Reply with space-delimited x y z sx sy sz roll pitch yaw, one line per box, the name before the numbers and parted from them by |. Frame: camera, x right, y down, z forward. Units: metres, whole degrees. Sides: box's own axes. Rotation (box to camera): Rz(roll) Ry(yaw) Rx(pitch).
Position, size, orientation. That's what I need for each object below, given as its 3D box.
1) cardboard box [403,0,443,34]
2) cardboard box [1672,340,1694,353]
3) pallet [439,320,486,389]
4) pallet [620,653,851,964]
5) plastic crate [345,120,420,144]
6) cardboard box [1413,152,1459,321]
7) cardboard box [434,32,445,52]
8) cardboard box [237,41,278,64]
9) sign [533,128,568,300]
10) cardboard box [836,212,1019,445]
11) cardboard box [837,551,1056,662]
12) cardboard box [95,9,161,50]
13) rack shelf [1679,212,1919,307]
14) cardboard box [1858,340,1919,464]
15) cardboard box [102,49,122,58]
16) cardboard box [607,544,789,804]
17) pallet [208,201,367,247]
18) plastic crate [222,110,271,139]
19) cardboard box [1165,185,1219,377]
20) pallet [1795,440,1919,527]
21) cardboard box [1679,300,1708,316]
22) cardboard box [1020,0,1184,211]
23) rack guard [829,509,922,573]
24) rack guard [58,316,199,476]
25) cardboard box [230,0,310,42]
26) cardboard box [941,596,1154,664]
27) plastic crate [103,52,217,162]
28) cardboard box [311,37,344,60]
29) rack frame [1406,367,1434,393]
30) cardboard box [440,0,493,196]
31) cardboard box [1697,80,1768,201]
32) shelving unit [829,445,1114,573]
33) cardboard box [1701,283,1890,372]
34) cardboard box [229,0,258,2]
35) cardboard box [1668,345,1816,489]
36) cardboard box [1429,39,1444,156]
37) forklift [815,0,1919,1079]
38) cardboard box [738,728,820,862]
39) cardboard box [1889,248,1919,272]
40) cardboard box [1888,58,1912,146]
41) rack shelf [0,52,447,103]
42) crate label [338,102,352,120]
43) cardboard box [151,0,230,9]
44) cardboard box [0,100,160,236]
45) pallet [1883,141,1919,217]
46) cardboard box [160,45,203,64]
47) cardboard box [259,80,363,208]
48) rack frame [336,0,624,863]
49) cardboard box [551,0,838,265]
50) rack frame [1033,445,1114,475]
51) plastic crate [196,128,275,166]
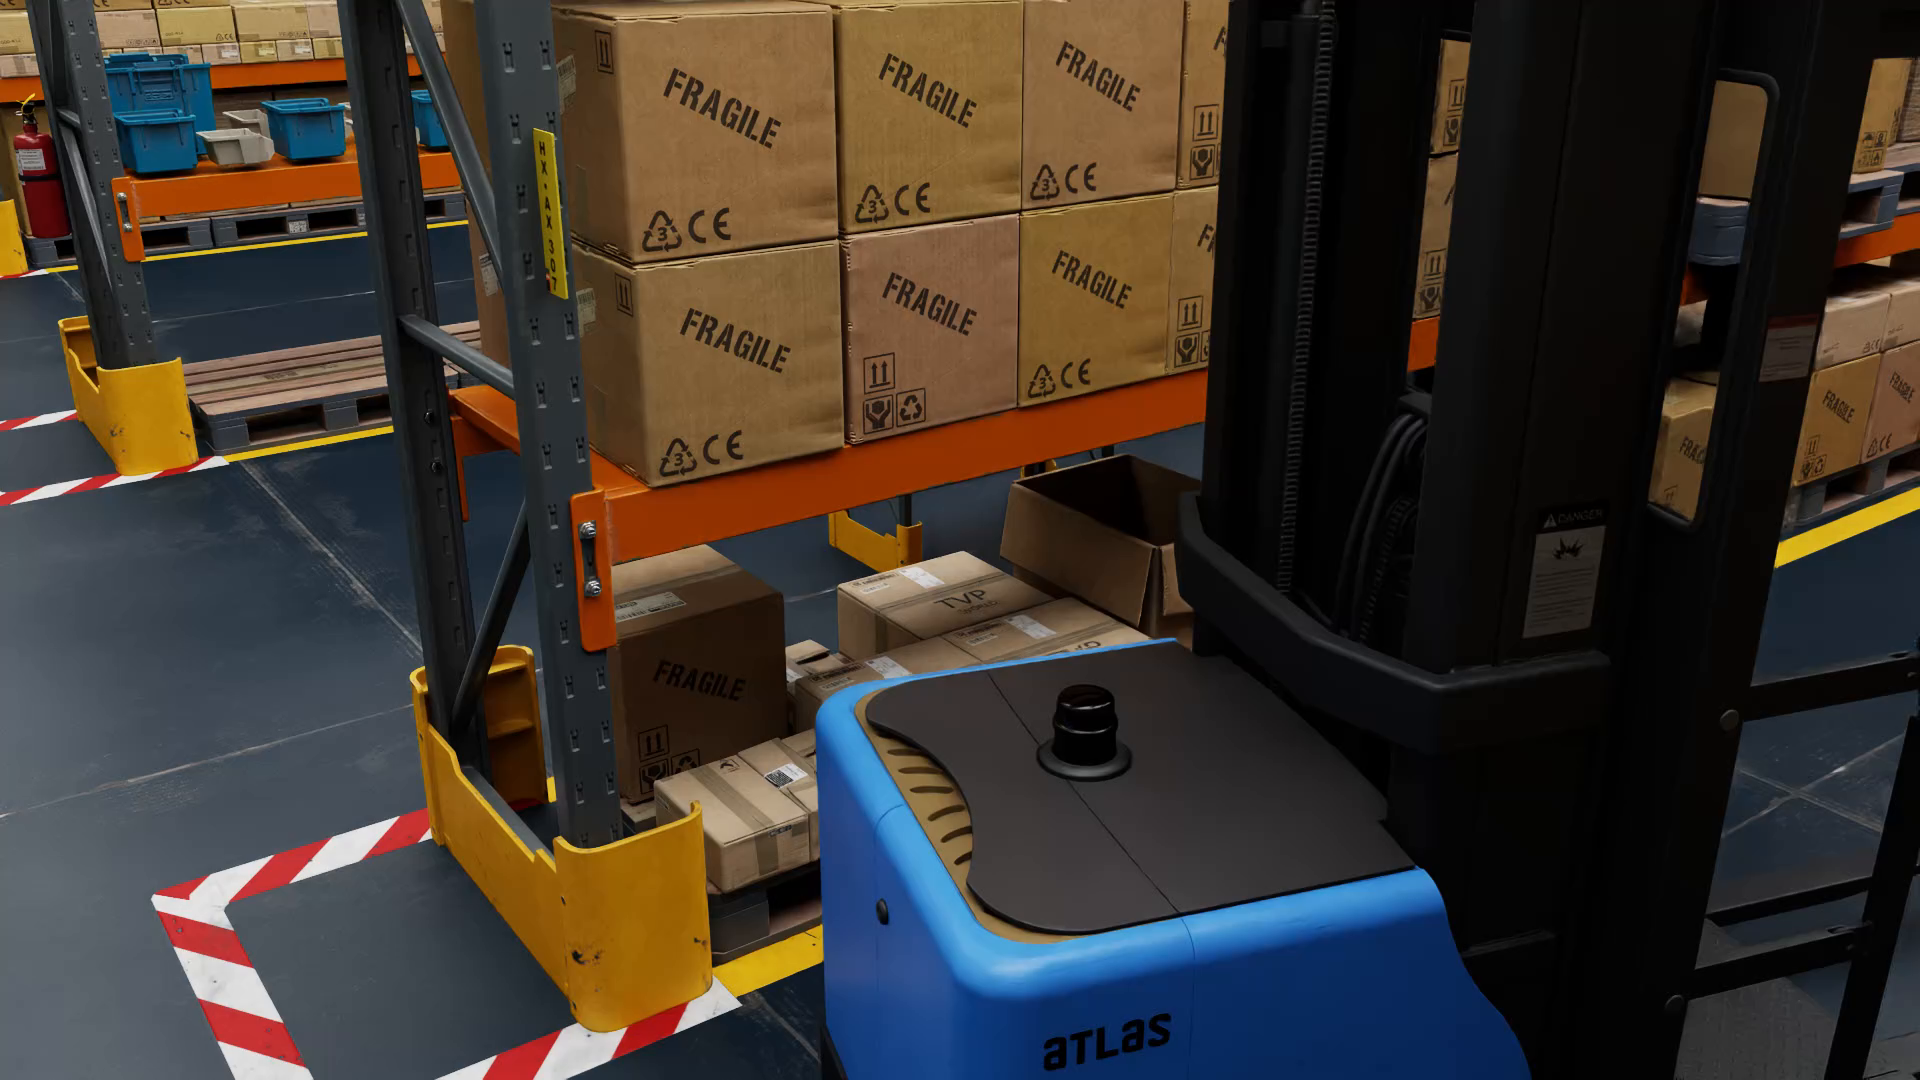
cardboard box | -4.290 -4.035 12.762 0.500 0.250 0.500 -14 26 -31
cardboard box | 2.756 -0.614 7.166 0.500 0.500 0.500 -15 26 -33
pallet | -2.339 -1.032 9.198 1.213 0.211 1.003 -15 26 -33
pallet | -0.423 0.699 4.860 1.213 0.211 1.003 -15 26 -33
plastic crate | -2.769 -1.949 8.009 0.298 0.136 0.250 -15 26 -33
cardboard box | 1.443 -1.022 5.275 0.500 0.500 0.500 -14 26 -31
cardboard box | -4.140 -3.861 12.865 0.250 0.149 0.380 -15 26 -34
cardboard box | -5.185 -3.582 12.165 0.250 0.149 0.380 -16 27 -34
sign | -0.814 -0.646 3.300 0.005 0.325 0.100 -15 26 -33
cardboard box | -0.201 -0.583 4.176 0.500 0.500 0.500 -15 26 -33
cardboard box | -0.045 0.277 5.270 0.500 0.250 0.500 -15 26 -33
cardboard box | -5.948 -3.594 11.656 0.500 0.250 0.500 -15 26 -33
rack shelf | 3.740 -1.372 7.257 4.000 0.370 1.077 -15 26 -33
cardboard box | 3.898 -0.682 7.336 0.500 0.500 0.500 -16 27 -35
cardboard box | -6.017 -3.360 11.609 0.250 0.149 0.380 -16 27 -34
cardboard box | -0.833 0.358 4.731 0.500 0.500 0.500 -15 26 -33
pallet | -5.320 -2.552 13.007 1.213 0.211 1.003 -15 26 -33
plastic crate | -3.464 -2.034 8.222 0.243 0.136 0.396 -15 26 -33
cardboard box | 0.615 -0.799 4.716 0.500 0.500 0.500 -15 26 -32
pallet | 3.745 -0.431 7.691 1.213 0.211 1.003 -15 26 -33
cardboard box | 3.574 -0.833 7.715 0.500 0.500 0.500 -16 27 -35
cardboard box | 0.212 -1.157 4.264 0.500 0.500 0.500 -15 26 -32
rack guard | -0.342 -0.025 6.621 0.087 0.250 0.587 -15 26 -33
rack guard | -4.033 -0.728 8.046 0.348 0.500 1.175 -15 26 -33
cardboard box | -5.117 -3.816 12.213 0.500 0.250 0.500 -16 27 -34
cardboard box | 0.288 0.417 4.921 0.500 0.250 0.500 -15 26 -33
plastic crate | -3.858 -2.071 7.910 0.499 0.435 0.616 -15 26 -33
cardboard box | -4.765 -3.694 12.446 0.250 0.149 0.380 -15 26 -34
rack frame | 2.116 -1.273 6.039 0.127 3.000 1.000 -15 26 -33
cardboard box | -0.930 -1.097 4.114 0.500 0.500 0.500 -15 26 -33
cardboard box | 2.631 -1.550 6.031 0.700 0.500 0.500 14 26 32
shelving unit | 0.062 -0.713 6.660 1.083 1.500 0.587 -15 26 -33
cardboard box | 3.463 -0.912 6.903 0.500 0.250 0.500 -15 26 -33
cardboard box | -5.429 -3.975 12.612 0.500 0.250 0.500 -15 26 -33
cardboard box | 3.078 -0.466 6.797 0.500 0.500 0.500 -14 26 -32
cardboard box | 1.033 -1.376 4.812 0.500 0.500 0.500 -15 26 -32
forklift | 1.277 -0.081 3.144 3.031 2.935 1.130 -7 23 -17
cardboard box | -0.387 0.663 4.416 0.250 0.166 0.380 -15 26 -33
cardboard box | 4.698 -1.244 7.733 0.500 0.250 0.500 -14 26 -31
cardboard box | 3.514 -1.915 6.947 0.700 0.500 0.500 17 27 36
rack shelf | -5.290 -3.487 12.558 4.000 0.370 1.077 -15 26 -33
crate label | -3.009 -2.160 8.538 0.243 0.136 0.396 -15 26 -33
cardboard box | -5.543 -4.050 11.787 0.500 0.500 0.500 -16 27 -34
cardboard box | -6.440 -2.759 12.063 0.875 0.875 0.875 -15 26 -33
pallet | 3.787 -1.627 7.186 1.213 0.211 1.003 -15 26 -33
cardboard box | -5.599 -3.472 11.889 0.250 0.149 0.380 -16 27 -34
cardboard box | -4.979 -3.149 13.040 0.875 0.875 0.875 -15 26 -33
rack frame | -1.131 -0.407 3.869 0.127 3.000 1.000 -15 26 -33
cardboard box | -0.617 -0.935 3.707 0.500 0.500 0.500 -14 26 -31
rack frame | 0.482 -0.825 6.940 0.032 1.500 0.500 -15 26 -33
plastic crate | -3.319 -1.802 7.641 0.298 0.136 0.250 -15 26 -33
